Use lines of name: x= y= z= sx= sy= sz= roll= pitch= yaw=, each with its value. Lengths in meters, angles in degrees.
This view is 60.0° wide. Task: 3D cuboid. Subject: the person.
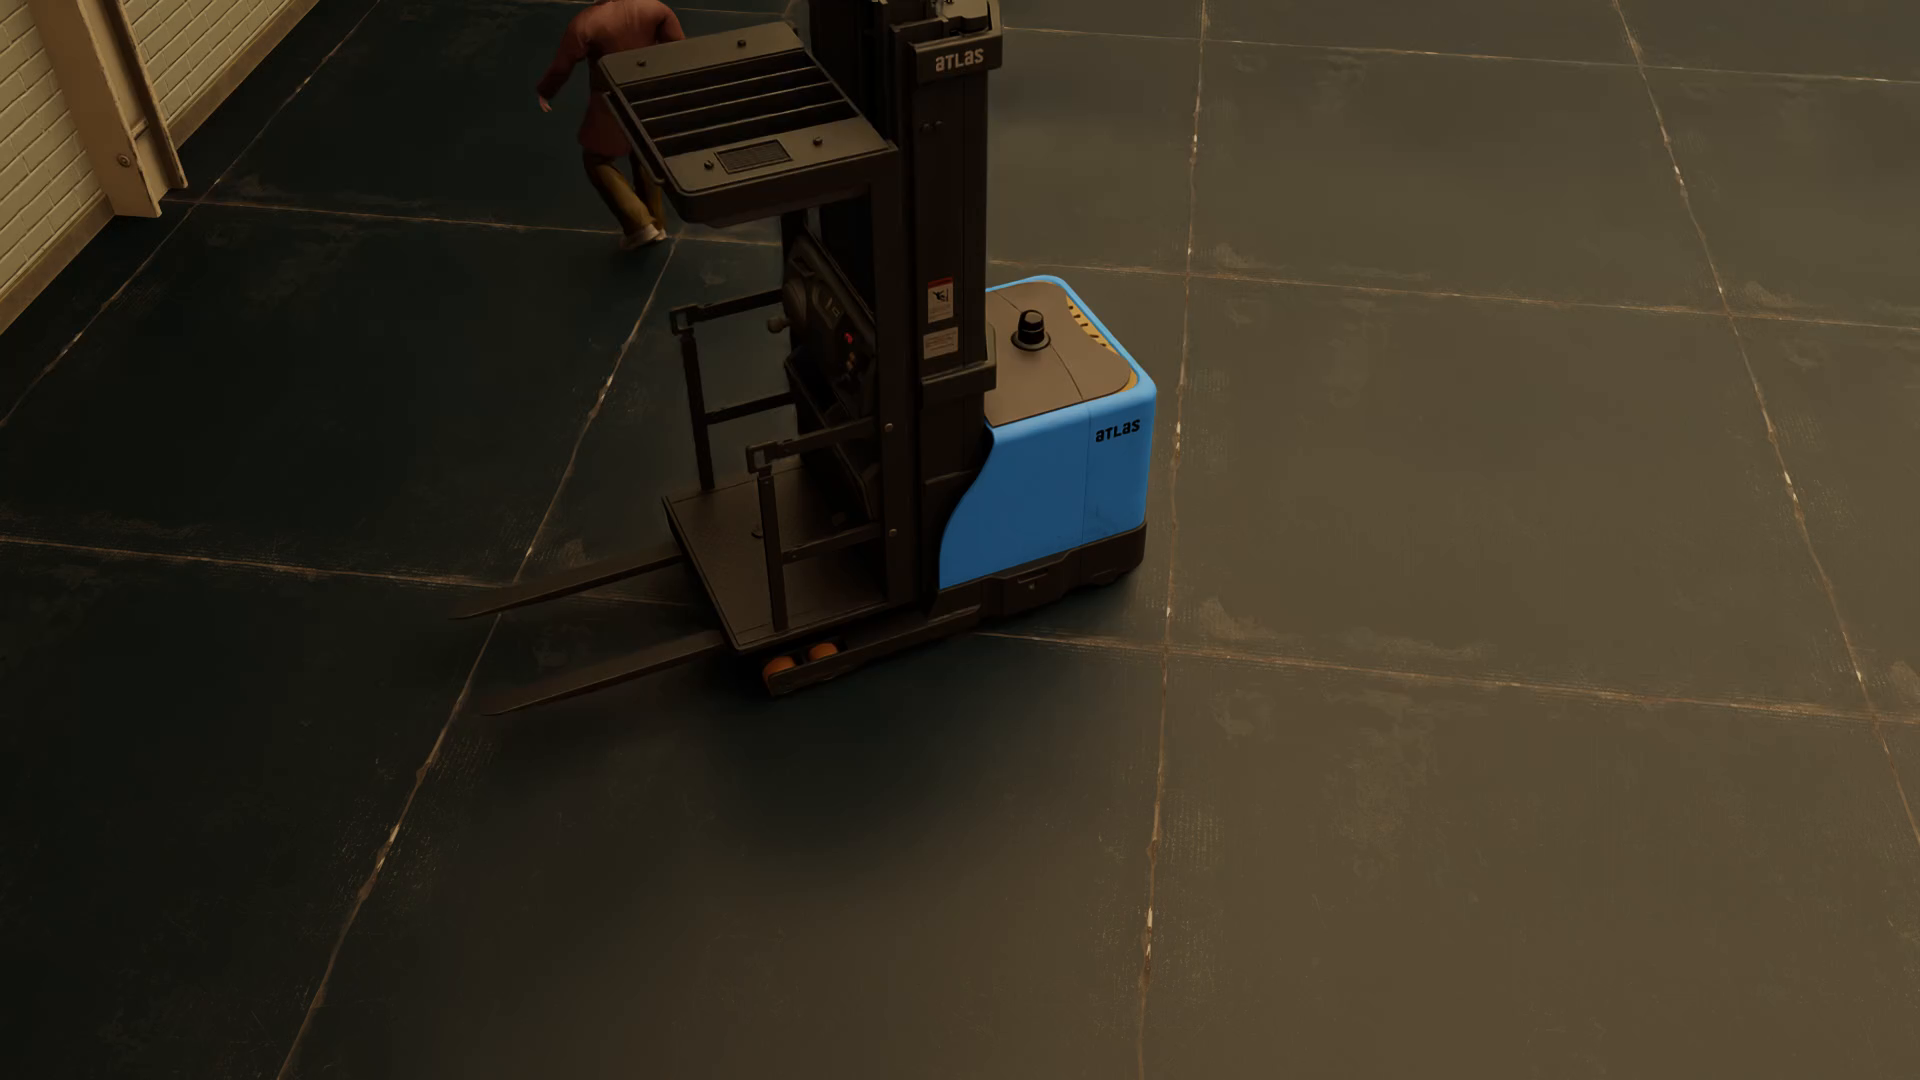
person: x=-1.839 y=-2.405 z=9.212 sx=0.852 sy=1.761 sz=0.651 roll=-28 pitch=50 yaw=-27

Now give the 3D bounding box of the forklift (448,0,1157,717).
forklift: x=-0.711 y=-0.824 z=6.621 sx=3.031 sy=2.935 sz=1.130 roll=-17 pitch=45 yaw=-18
